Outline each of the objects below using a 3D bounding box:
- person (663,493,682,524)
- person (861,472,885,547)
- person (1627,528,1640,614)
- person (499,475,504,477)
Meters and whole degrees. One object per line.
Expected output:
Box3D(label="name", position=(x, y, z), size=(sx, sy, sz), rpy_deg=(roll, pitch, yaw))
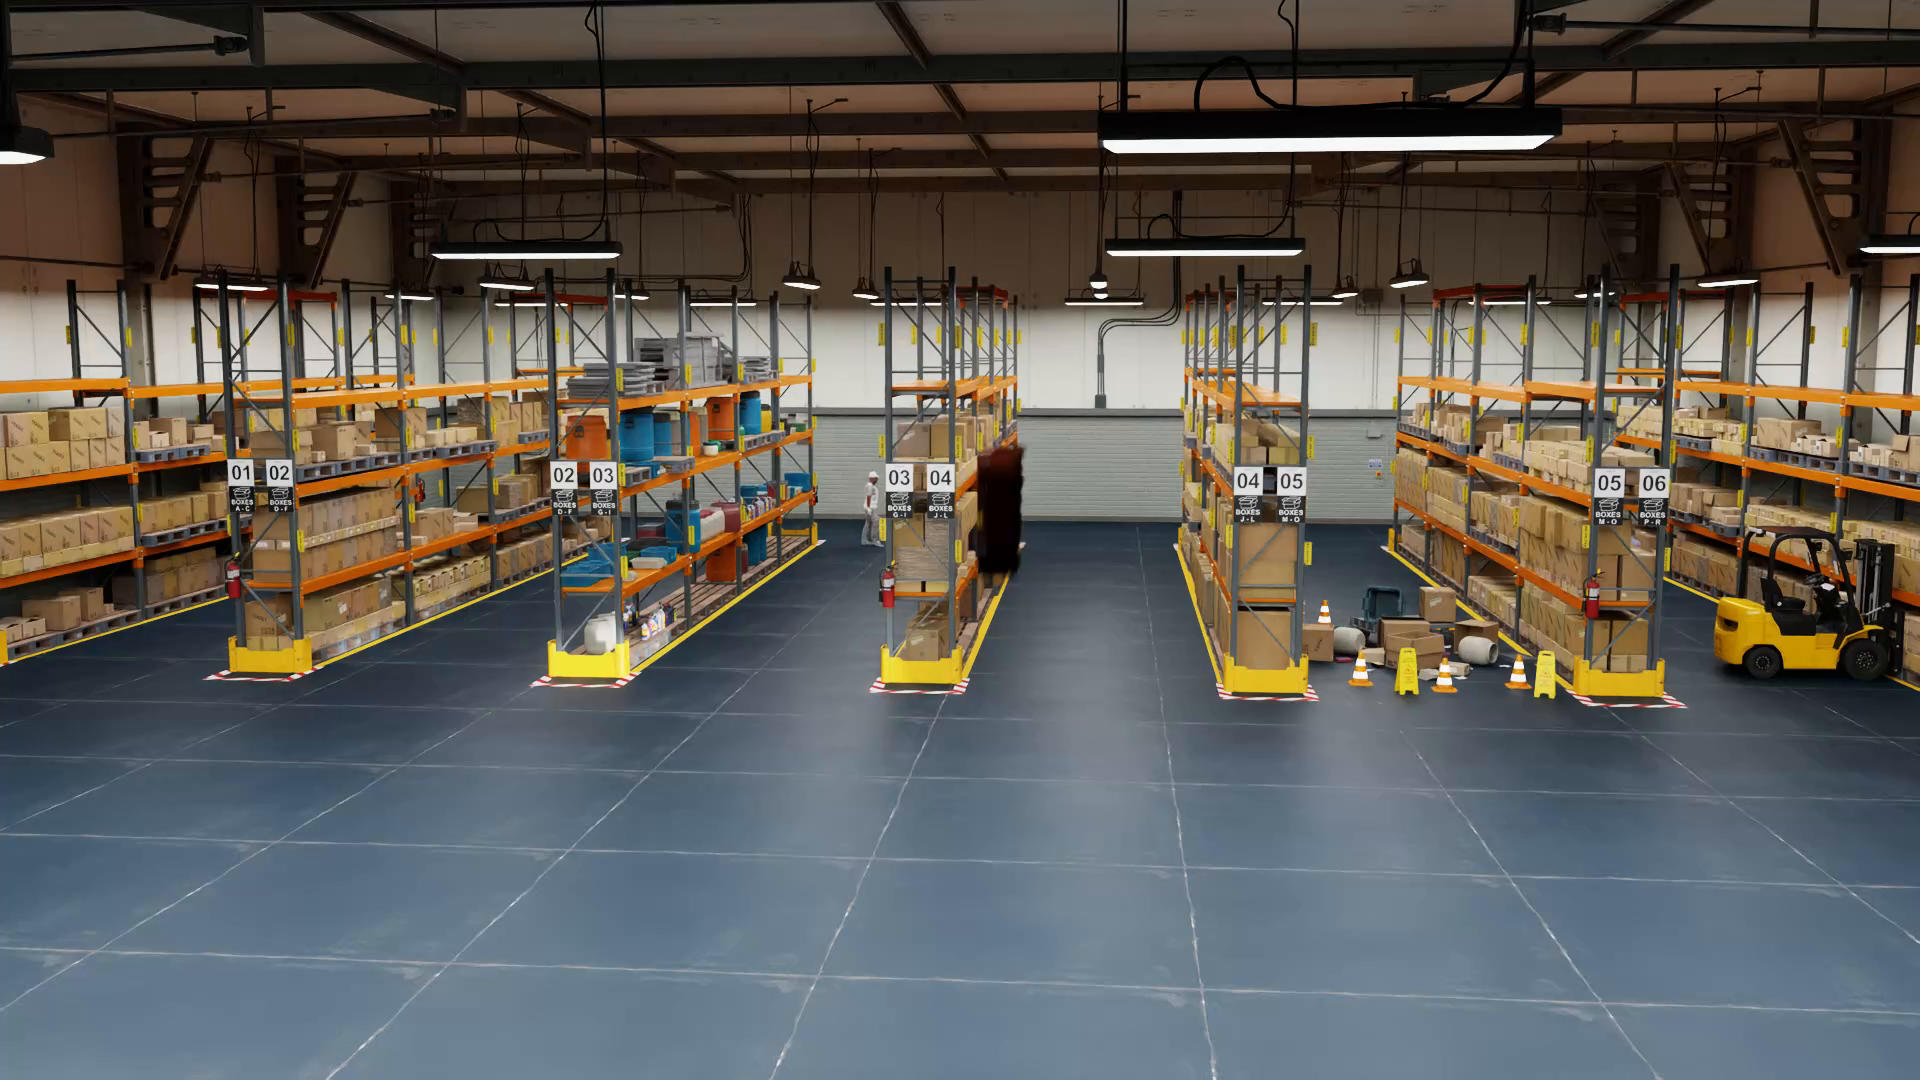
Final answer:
Box3D(label="person", position=(-6.086, -0.213, 36.165), size=(0.642, 1.675, 0.732), rpy_deg=(2, 7, 15))
Box3D(label="person", position=(-2.102, -0.741, 40.109), size=(0.563, 1.817, 0.616), rpy_deg=(-1, 7, -6))
Box3D(label="person", position=(11.993, 0.583, 29.911), size=(0.526, 1.695, 0.381), rpy_deg=(-3, 7, -21))
Box3D(label="person", position=(-11.378, -0.832, 41.320), size=(0.964, 1.589, 0.422), rpy_deg=(-3, 8, -23))
